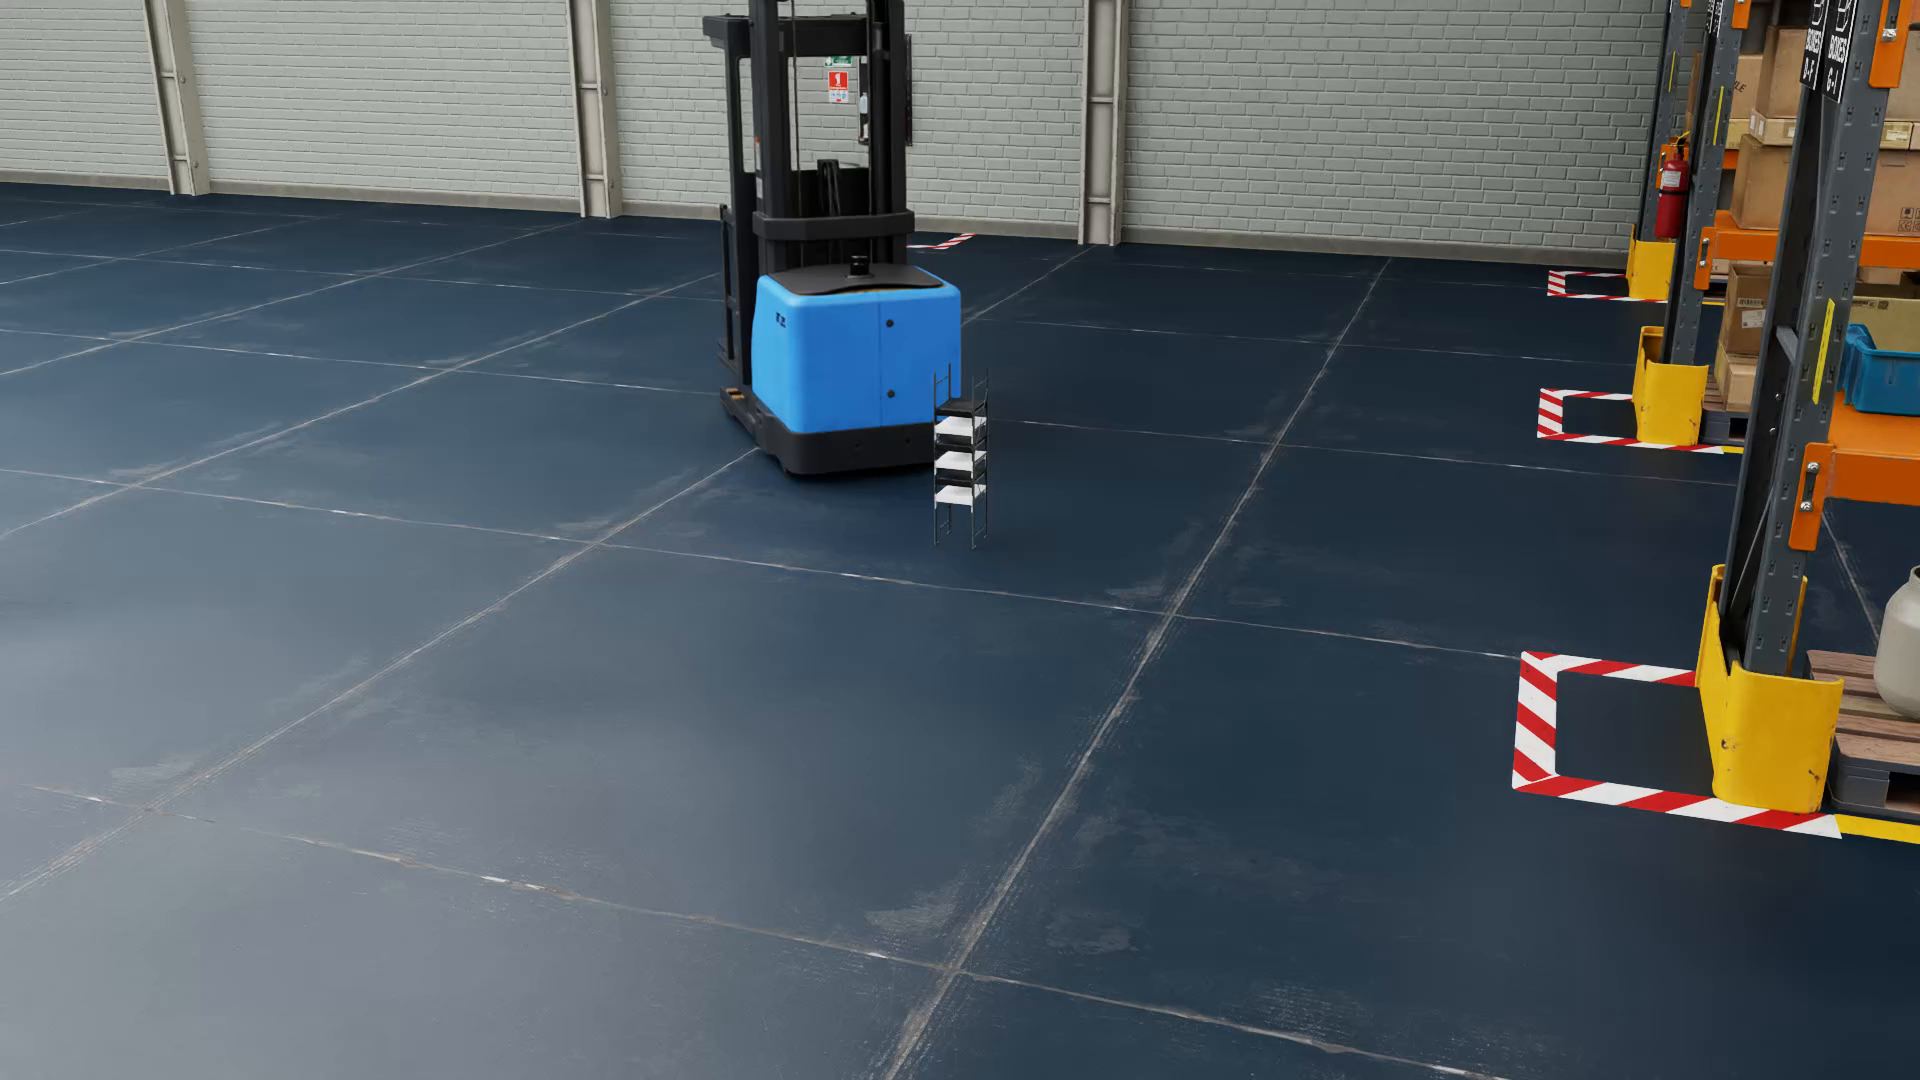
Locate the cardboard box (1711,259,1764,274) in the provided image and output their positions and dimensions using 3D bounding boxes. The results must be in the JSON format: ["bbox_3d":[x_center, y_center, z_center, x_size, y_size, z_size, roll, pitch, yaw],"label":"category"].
[{"bbox_3d":[6.827,-2.559,14.778,0.500,0.311,0.500,4,20,12],"label":"cardboard box"}]

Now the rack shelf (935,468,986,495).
[{"bbox_3d":[0.008,-0.308,8.466,0.200,0.077,0.258,7,20,18],"label":"rack shelf"}]

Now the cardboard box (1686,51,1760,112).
[{"bbox_3d":[6.718,-4.032,14.644,0.500,0.500,0.500,6,20,17],"label":"cardboard box"}]

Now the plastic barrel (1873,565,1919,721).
[{"bbox_3d":[3.598,0.380,6.070,0.421,0.512,0.421,0,19,0],"label":"plastic barrel"}]

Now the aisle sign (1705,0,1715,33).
[{"bbox_3d":[4.615,-3.509,10.137,0.004,0.787,0.394,7,20,18],"label":"aisle sign"}]

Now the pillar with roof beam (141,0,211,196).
[{"bbox_3d":[-11.268,-7.356,16.008,0.400,9.000,9.100,7,20,18],"label":"pillar with roof beam"}]

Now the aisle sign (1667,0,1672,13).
[{"bbox_3d":[6.036,-4.866,14.029,0.004,0.787,0.394,7,20,18],"label":"aisle sign"}]

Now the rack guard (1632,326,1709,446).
[{"bbox_3d":[4.558,-1.006,10.702,0.348,0.500,1.175,7,20,18],"label":"rack guard"}]

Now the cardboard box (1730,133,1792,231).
[{"bbox_3d":[5.017,-2.176,10.110,0.500,0.500,0.700,7,20,18],"label":"cardboard box"}]

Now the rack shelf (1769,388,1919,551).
[{"bbox_3d":[4.841,-0.088,5.364,4.000,0.370,1.077,7,20,18],"label":"rack shelf"}]

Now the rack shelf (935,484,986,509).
[{"bbox_3d":[0.008,-0.223,8.496,0.200,0.077,0.258,7,20,18],"label":"rack shelf"}]

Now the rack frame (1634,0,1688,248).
[{"bbox_3d":[6.203,-3.724,14.703,0.127,3.000,1.000,7,20,18],"label":"rack frame"}]

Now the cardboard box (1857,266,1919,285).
[{"bbox_3d":[8.042,-2.492,14.298,0.500,0.500,0.700,5,20,15],"label":"cardboard box"}]

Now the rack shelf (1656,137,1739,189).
[{"bbox_3d":[8.092,-3.168,14.201,4.000,0.370,1.077,7,20,18],"label":"rack shelf"}]

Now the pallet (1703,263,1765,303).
[{"bbox_3d":[7.030,-2.300,14.855,1.213,0.211,1.003,7,20,18],"label":"pallet"}]

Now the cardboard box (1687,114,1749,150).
[{"bbox_3d":[6.559,-3.511,14.289,0.500,0.250,0.500,6,20,16],"label":"cardboard box"}]

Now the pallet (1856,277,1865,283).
[{"bbox_3d":[8.179,-2.168,14.475,1.213,0.211,1.003,7,20,18],"label":"pallet"}]

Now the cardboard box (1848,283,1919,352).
[{"bbox_3d":[5.487,-1.257,10.025,0.500,0.500,0.500,7,20,18],"label":"cardboard box"}]

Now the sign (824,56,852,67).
[{"bbox_3d":[-1.329,-5.200,18.077,0.331,0.109,0.001,7,20,18],"label":"sign"}]

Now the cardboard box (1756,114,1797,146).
[{"bbox_3d":[4.881,-2.428,9.846,0.250,0.149,0.380,6,20,18],"label":"cardboard box"}]

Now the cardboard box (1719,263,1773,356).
[{"bbox_3d":[5.185,-1.472,10.642,0.500,0.500,0.500,7,20,18],"label":"cardboard box"}]

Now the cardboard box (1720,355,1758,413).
[{"bbox_3d":[5.014,-0.956,10.302,0.500,0.250,0.500,7,20,18],"label":"cardboard box"}]

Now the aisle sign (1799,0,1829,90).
[{"bbox_3d":[2.981,-1.971,5.725,0.004,0.787,0.394,7,20,18],"label":"aisle sign"}]

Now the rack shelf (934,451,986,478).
[{"bbox_3d":[0.008,-0.393,8.437,0.200,0.077,0.258,7,20,18],"label":"rack shelf"}]

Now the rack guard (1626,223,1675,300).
[{"bbox_3d":[6.274,-2.535,15.090,0.348,0.500,1.175,7,20,18],"label":"rack guard"}]

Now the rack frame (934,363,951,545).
[{"bbox_3d":[-0.088,-0.435,8.457,0.006,0.900,0.240,7,20,18],"label":"rack frame"}]

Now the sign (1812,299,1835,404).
[{"bbox_3d":[2.767,-0.604,5.331,0.005,0.325,0.100,7,20,18],"label":"sign"}]

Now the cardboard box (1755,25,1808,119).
[{"bbox_3d":[5.067,-2.783,9.880,0.500,0.500,0.700,7,20,18],"label":"cardboard box"}]

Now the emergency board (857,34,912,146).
[{"bbox_3d":[-0.842,-4.844,17.916,0.643,1.169,0.194,7,20,18],"label":"emergency board"}]

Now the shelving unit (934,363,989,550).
[{"bbox_3d":[0.008,-0.424,8.426,0.210,0.900,0.258,7,20,18],"label":"shelving unit"}]

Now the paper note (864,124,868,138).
[{"bbox_3d":[-0.986,-4.469,18.178,0.142,0.148,0.016,7,20,18],"label":"paper note"}]

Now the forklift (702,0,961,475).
[{"bbox_3d":[-0.947,-2.204,10.445,1.130,2.935,3.031,-7,20,-18],"label":"forklift"}]

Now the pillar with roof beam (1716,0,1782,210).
[{"bbox_3d":[5.735,-5.412,10.430,0.400,9.000,9.100,7,20,18],"label":"pillar with roof beam"}]

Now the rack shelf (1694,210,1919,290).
[{"bbox_3d":[6.470,-1.628,9.781,4.000,0.370,1.077,7,20,18],"label":"rack shelf"}]

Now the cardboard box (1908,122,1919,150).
[{"bbox_3d":[5.604,-2.345,9.608,0.250,0.149,0.380,6,20,17],"label":"cardboard box"}]
